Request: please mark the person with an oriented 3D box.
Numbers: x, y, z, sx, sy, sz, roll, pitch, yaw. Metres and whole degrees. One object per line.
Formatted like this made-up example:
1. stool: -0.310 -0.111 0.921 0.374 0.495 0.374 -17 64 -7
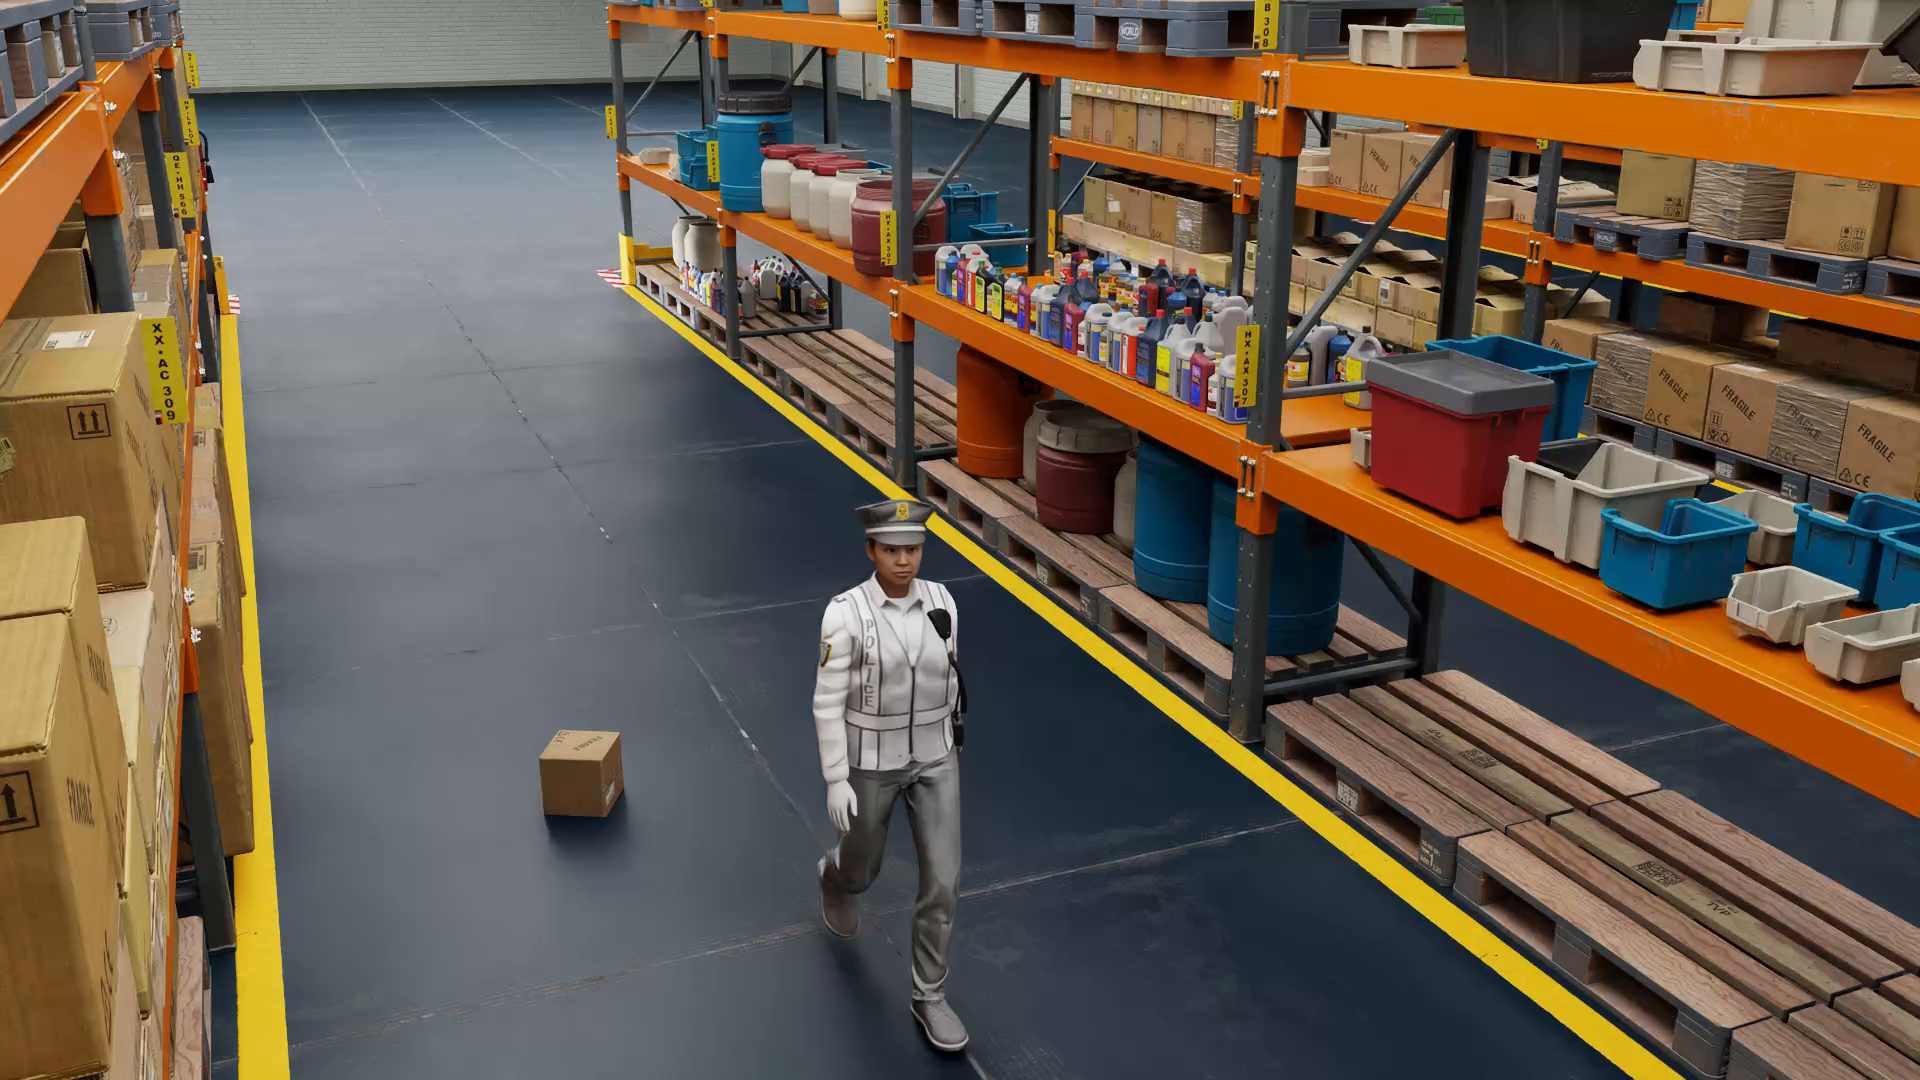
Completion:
1. person: -0.212 0.649 5.115 0.500 1.648 0.879 -7 20 -19
